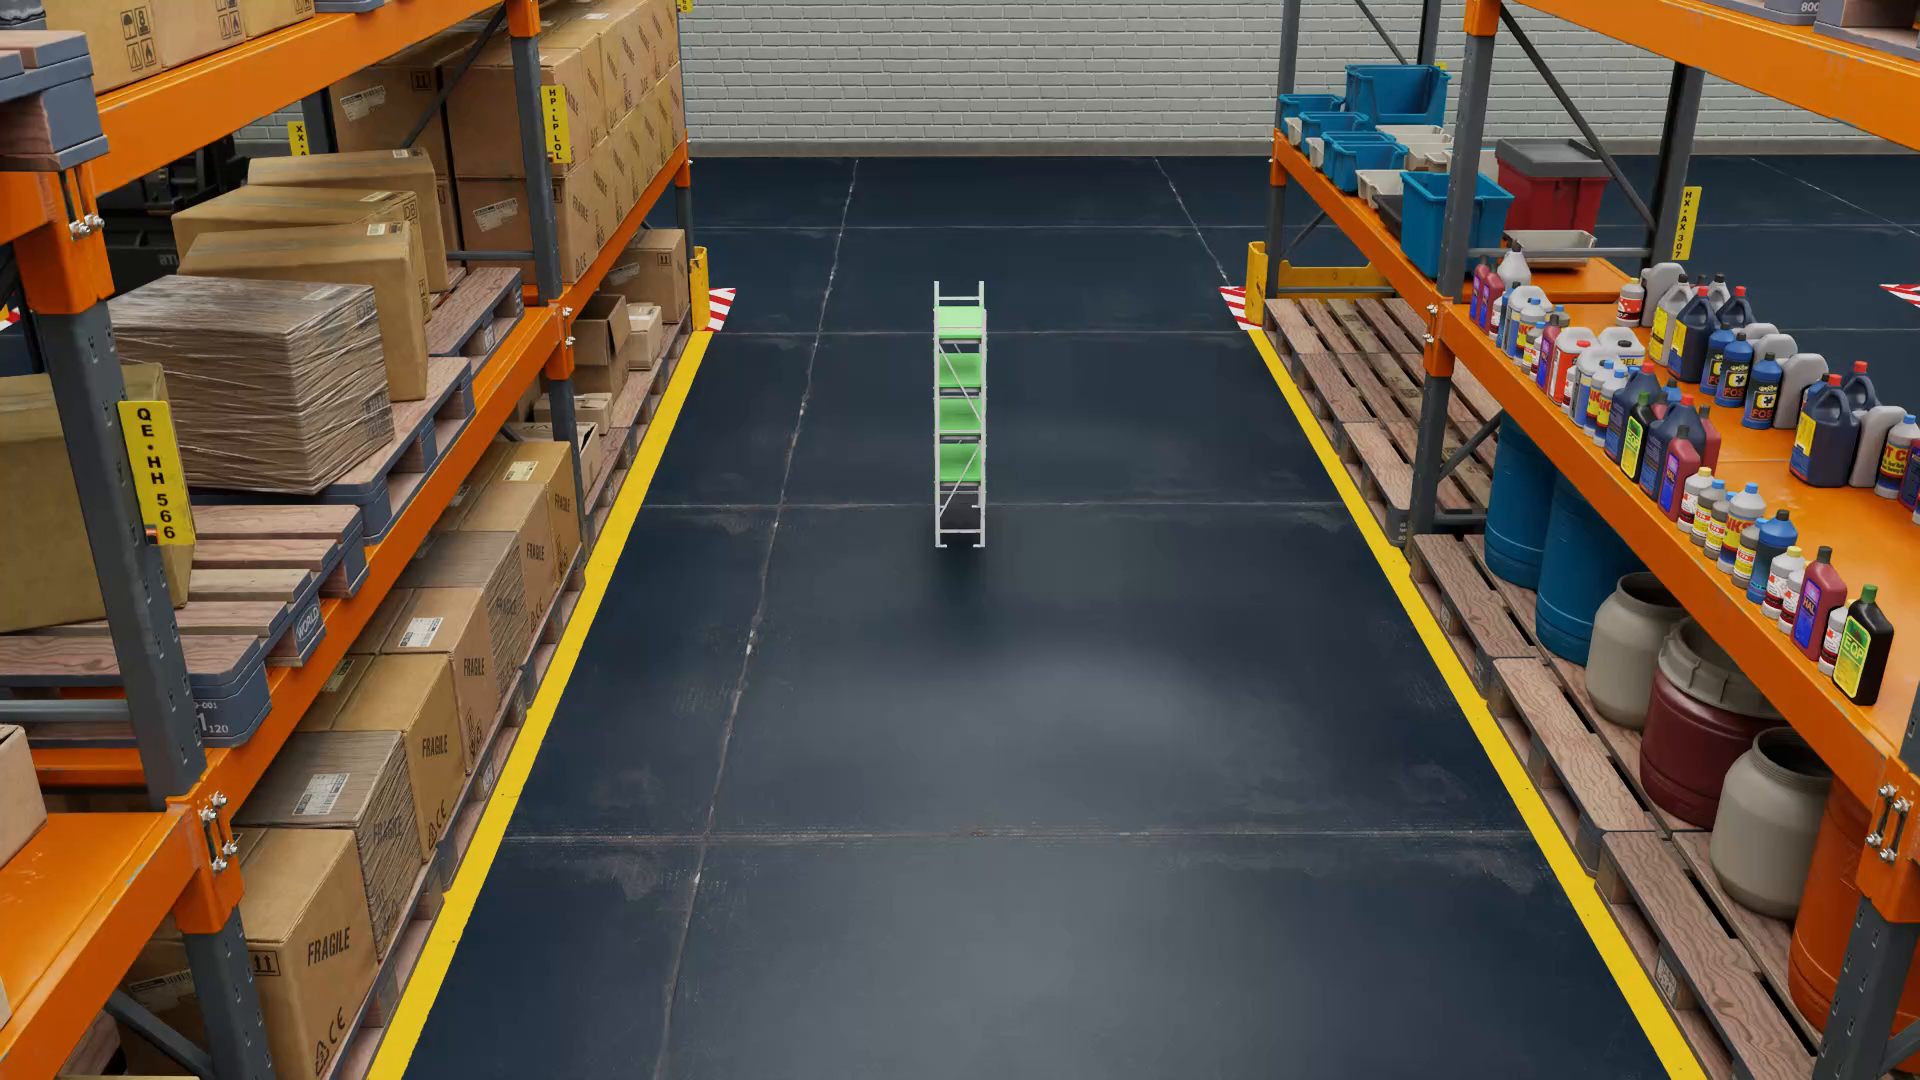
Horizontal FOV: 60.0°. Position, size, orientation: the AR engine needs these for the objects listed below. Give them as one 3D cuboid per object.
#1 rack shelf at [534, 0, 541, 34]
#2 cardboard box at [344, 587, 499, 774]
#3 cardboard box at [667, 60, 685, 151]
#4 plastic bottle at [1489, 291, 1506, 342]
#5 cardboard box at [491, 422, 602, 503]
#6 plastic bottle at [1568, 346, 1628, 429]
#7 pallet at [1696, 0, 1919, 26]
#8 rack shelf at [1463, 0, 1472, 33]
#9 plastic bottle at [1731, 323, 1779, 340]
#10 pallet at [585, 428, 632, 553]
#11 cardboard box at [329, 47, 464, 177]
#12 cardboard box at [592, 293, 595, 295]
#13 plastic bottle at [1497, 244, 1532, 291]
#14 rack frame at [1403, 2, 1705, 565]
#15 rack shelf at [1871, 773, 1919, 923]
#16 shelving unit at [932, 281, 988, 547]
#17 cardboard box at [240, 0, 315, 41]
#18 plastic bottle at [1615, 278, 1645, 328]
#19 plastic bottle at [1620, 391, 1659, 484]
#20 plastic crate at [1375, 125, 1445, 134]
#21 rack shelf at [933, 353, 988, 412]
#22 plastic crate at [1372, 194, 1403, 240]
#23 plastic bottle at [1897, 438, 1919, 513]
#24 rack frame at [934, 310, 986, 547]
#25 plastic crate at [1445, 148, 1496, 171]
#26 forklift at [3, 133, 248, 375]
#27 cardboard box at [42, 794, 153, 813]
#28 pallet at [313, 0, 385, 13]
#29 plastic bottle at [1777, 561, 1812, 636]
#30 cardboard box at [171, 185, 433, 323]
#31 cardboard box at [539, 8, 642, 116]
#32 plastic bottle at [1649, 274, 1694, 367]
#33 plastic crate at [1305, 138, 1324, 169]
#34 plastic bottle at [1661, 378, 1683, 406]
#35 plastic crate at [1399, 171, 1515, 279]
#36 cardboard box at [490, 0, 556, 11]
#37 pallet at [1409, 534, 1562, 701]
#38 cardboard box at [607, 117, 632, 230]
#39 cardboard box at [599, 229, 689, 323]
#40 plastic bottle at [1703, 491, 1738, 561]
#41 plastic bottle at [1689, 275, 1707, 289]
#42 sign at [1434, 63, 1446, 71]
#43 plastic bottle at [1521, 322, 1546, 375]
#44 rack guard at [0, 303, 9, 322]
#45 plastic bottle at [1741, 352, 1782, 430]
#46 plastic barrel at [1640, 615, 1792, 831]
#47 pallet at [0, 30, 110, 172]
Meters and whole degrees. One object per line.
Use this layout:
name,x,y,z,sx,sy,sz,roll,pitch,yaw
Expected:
rack shelf,-2.315,-3.118,8.737,1.077,0.370,4.000,0,24,-1
cardboard box,-1.991,0.505,5.992,0.500,0.500,0.500,-1,24,-2
cardboard box,-2.059,-2.766,10.603,0.500,0.500,0.500,0,24,1
plastic bottle,2.259,-0.930,6.907,0.097,0.201,0.097,0,24,0
cardboard box,-2.081,-0.404,8.233,0.500,0.311,0.500,0,24,-1
plastic bottle,2.297,-0.550,5.976,0.152,0.276,0.135,0,24,-1
pallet,2.782,-1.767,5.105,1.003,0.211,1.213,0,24,-1
rack shelf,2.639,-3.139,8.783,1.077,0.370,4.000,0,24,-1
plastic bottle,2.997,-0.700,6.308,0.152,0.276,0.135,0,24,-1
pallet,-2.299,-0.267,8.585,1.003,0.211,1.213,0,24,-1
cardboard box,-2.557,-1.963,7.616,0.500,0.500,0.500,0,24,0
cardboard box,-2.609,-1.420,10.552,0.500,0.250,0.500,0,24,-1
plastic bottle,2.341,-1.090,7.080,0.144,0.351,0.185,0,24,-1
rack frame,2.660,-1.276,7.431,1.000,3.000,0.127,0,24,-1
rack shelf,2.726,1.524,2.113,1.077,0.370,4.000,0,24,-1
shelving unit,-0.002,-0.615,8.154,0.258,1.200,0.503,0,24,-1
cardboard box,-2.299,-1.623,4.437,0.910,0.500,0.500,0,24,-1
plastic bottle,2.863,-1.016,7.098,0.097,0.201,0.097,0,24,0
plastic bottle,2.257,-0.341,5.506,0.061,0.283,0.133,0,24,-1
plastic crate,2.807,-2.496,10.376,0.396,0.136,0.243,0,24,-1
rack shelf,-0.002,-0.775,8.081,0.258,0.148,0.480,0,24,-1
plastic crate,2.380,-1.638,8.492,0.437,0.125,0.590,0,24,-1
plastic bottle,3.056,-0.230,5.261,0.061,0.283,0.133,0,24,-1
rack frame,0.001,-0.514,7.931,0.240,1.200,0.015,0,24,-1
plastic crate,2.896,-2.030,9.229,0.416,0.233,0.300,0,24,-1
forklift,-4.756,-2.069,9.268,1.130,2.935,3.031,1,24,2
cardboard box,-2.499,0.582,4.912,0.500,0.250,0.500,1,24,1
pallet,-2.341,-1.840,5.266,1.213,0.211,1.003,0,24,-1
plastic bottle,2.288,0.156,4.507,0.097,0.201,0.097,0,24,0
cardboard box,-2.440,-1.013,6.218,0.700,0.500,0.500,4,25,8
cardboard box,-2.034,-2.589,8.999,0.500,0.500,0.500,0,24,1
plastic bottle,2.853,-0.875,6.605,0.144,0.351,0.185,0,24,-1
plastic crate,2.218,-2.316,9.978,0.250,0.136,0.298,0,24,-1
plastic bottle,2.417,-0.420,5.695,0.097,0.271,0.097,0,24,0
plastic crate,2.314,-1.487,7.844,0.392,0.384,0.575,0,24,-1
cardboard box,-2.581,-2.799,9.464,0.500,0.500,0.500,0,24,0
pallet,2.627,0.313,7.302,1.003,0.211,1.213,0,24,-1
cardboard box,-2.038,-1.929,8.754,0.500,0.500,0.500,0,24,-1
cardboard box,-2.084,-1.742,10.961,0.500,0.500,0.500,0,24,-1
plastic bottle,2.282,-0.045,4.951,0.097,0.201,0.097,0,24,0
plastic bottle,3.036,-0.967,6.889,0.061,0.283,0.133,0,24,-1
sign,3.167,-3.008,11.062,0.100,0.325,0.005,0,24,-1
plastic bottle,2.263,-0.754,6.518,0.097,0.201,0.097,0,24,0
rack guard,-7.290,-1.750,11.514,1.175,0.500,0.348,0,24,-1
plastic bottle,2.877,-0.539,5.957,0.097,0.271,0.097,0,24,0
plastic barrel,2.669,0.613,5.671,0.600,0.588,0.708,0,24,-1
pallet,-2.152,-0.608,2.544,1.213,0.211,1.003,1,24,2
